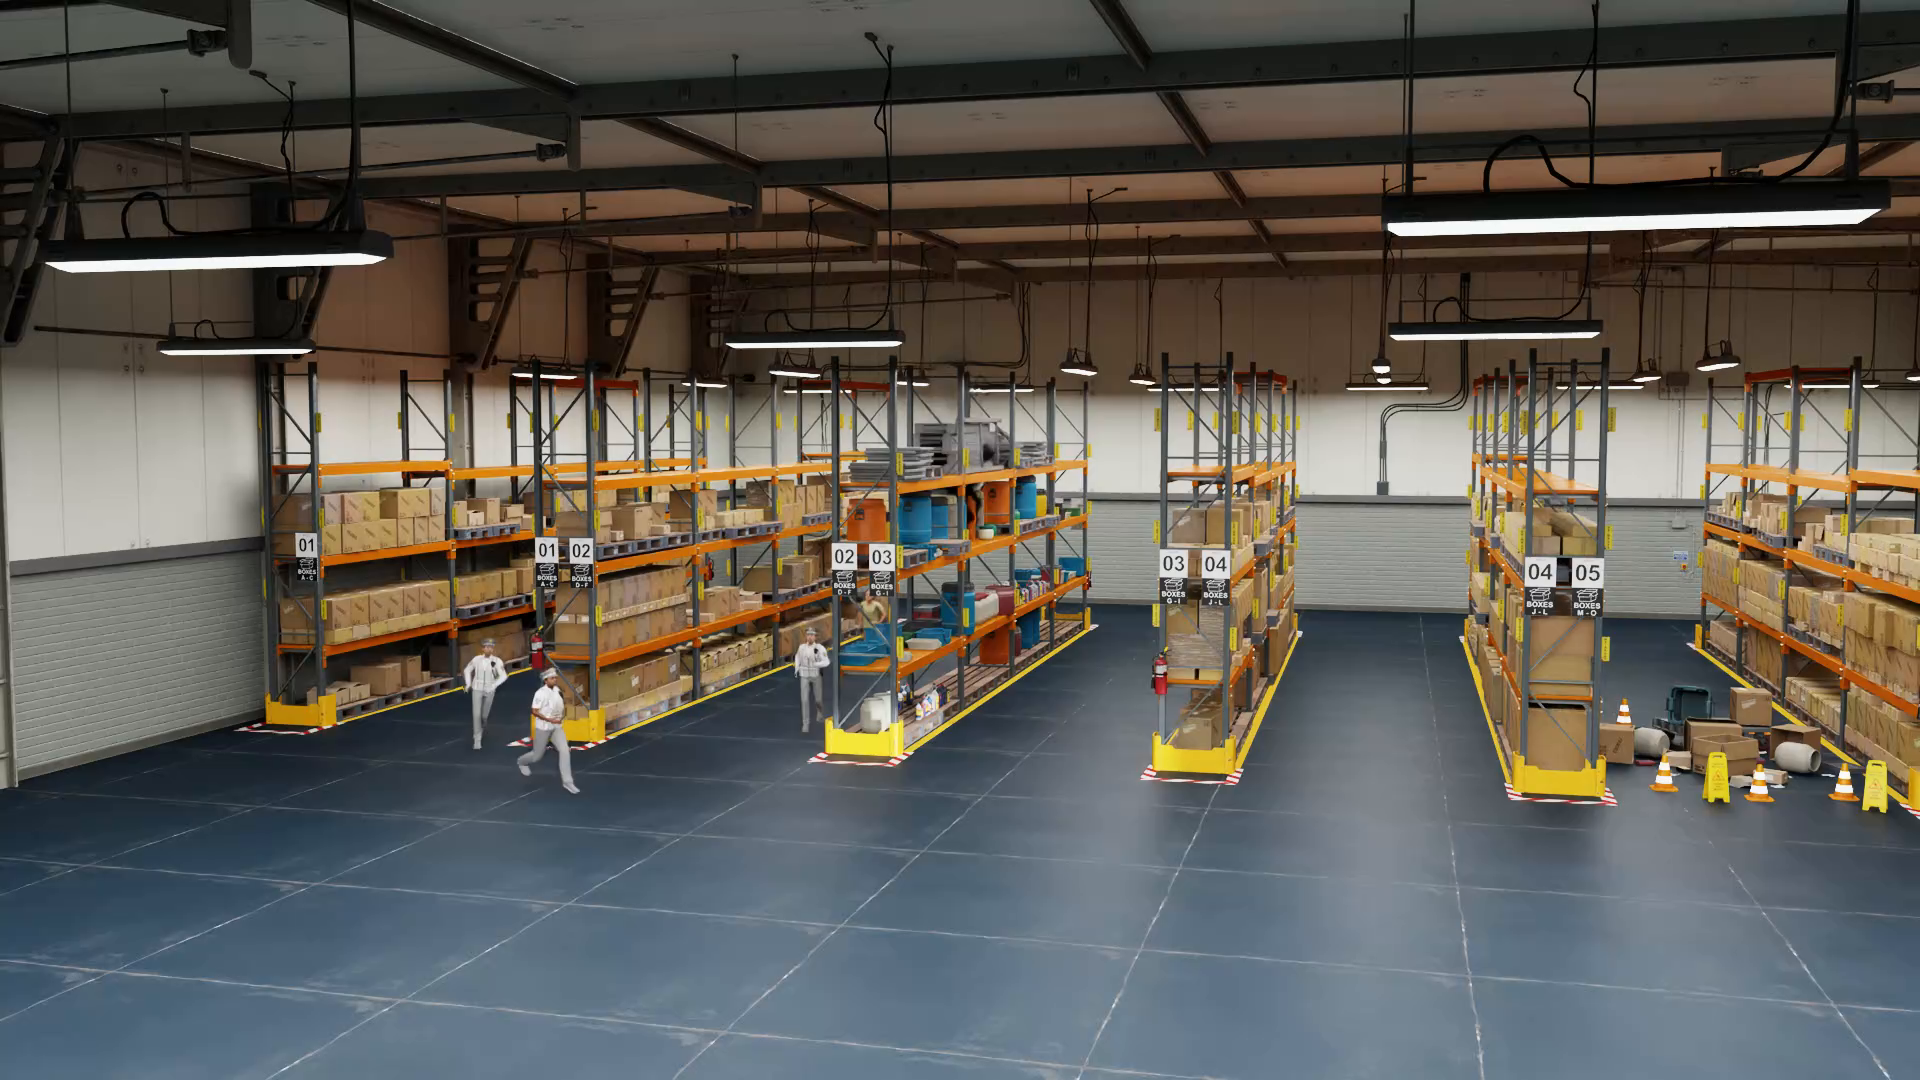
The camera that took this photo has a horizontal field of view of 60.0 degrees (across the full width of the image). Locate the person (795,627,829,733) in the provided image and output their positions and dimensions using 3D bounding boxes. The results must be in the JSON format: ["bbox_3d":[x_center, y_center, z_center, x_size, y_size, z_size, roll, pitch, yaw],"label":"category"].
[{"bbox_3d":[-2.423,2.239,27.087,0.618,1.673,0.915,0,4,6],"label":"person"}]

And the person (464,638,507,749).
[{"bbox_3d":[-7.378,2.361,25.871,0.646,1.681,0.732,-1,4,-15],"label":"person"}]

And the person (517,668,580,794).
[{"bbox_3d":[-5.631,2.580,22.669,1.078,1.707,0.545,3,5,37],"label":"person"}]

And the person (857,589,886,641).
[{"bbox_3d":[-1.810,1.816,33.841,0.604,1.647,0.787,1,4,13],"label":"person"}]
